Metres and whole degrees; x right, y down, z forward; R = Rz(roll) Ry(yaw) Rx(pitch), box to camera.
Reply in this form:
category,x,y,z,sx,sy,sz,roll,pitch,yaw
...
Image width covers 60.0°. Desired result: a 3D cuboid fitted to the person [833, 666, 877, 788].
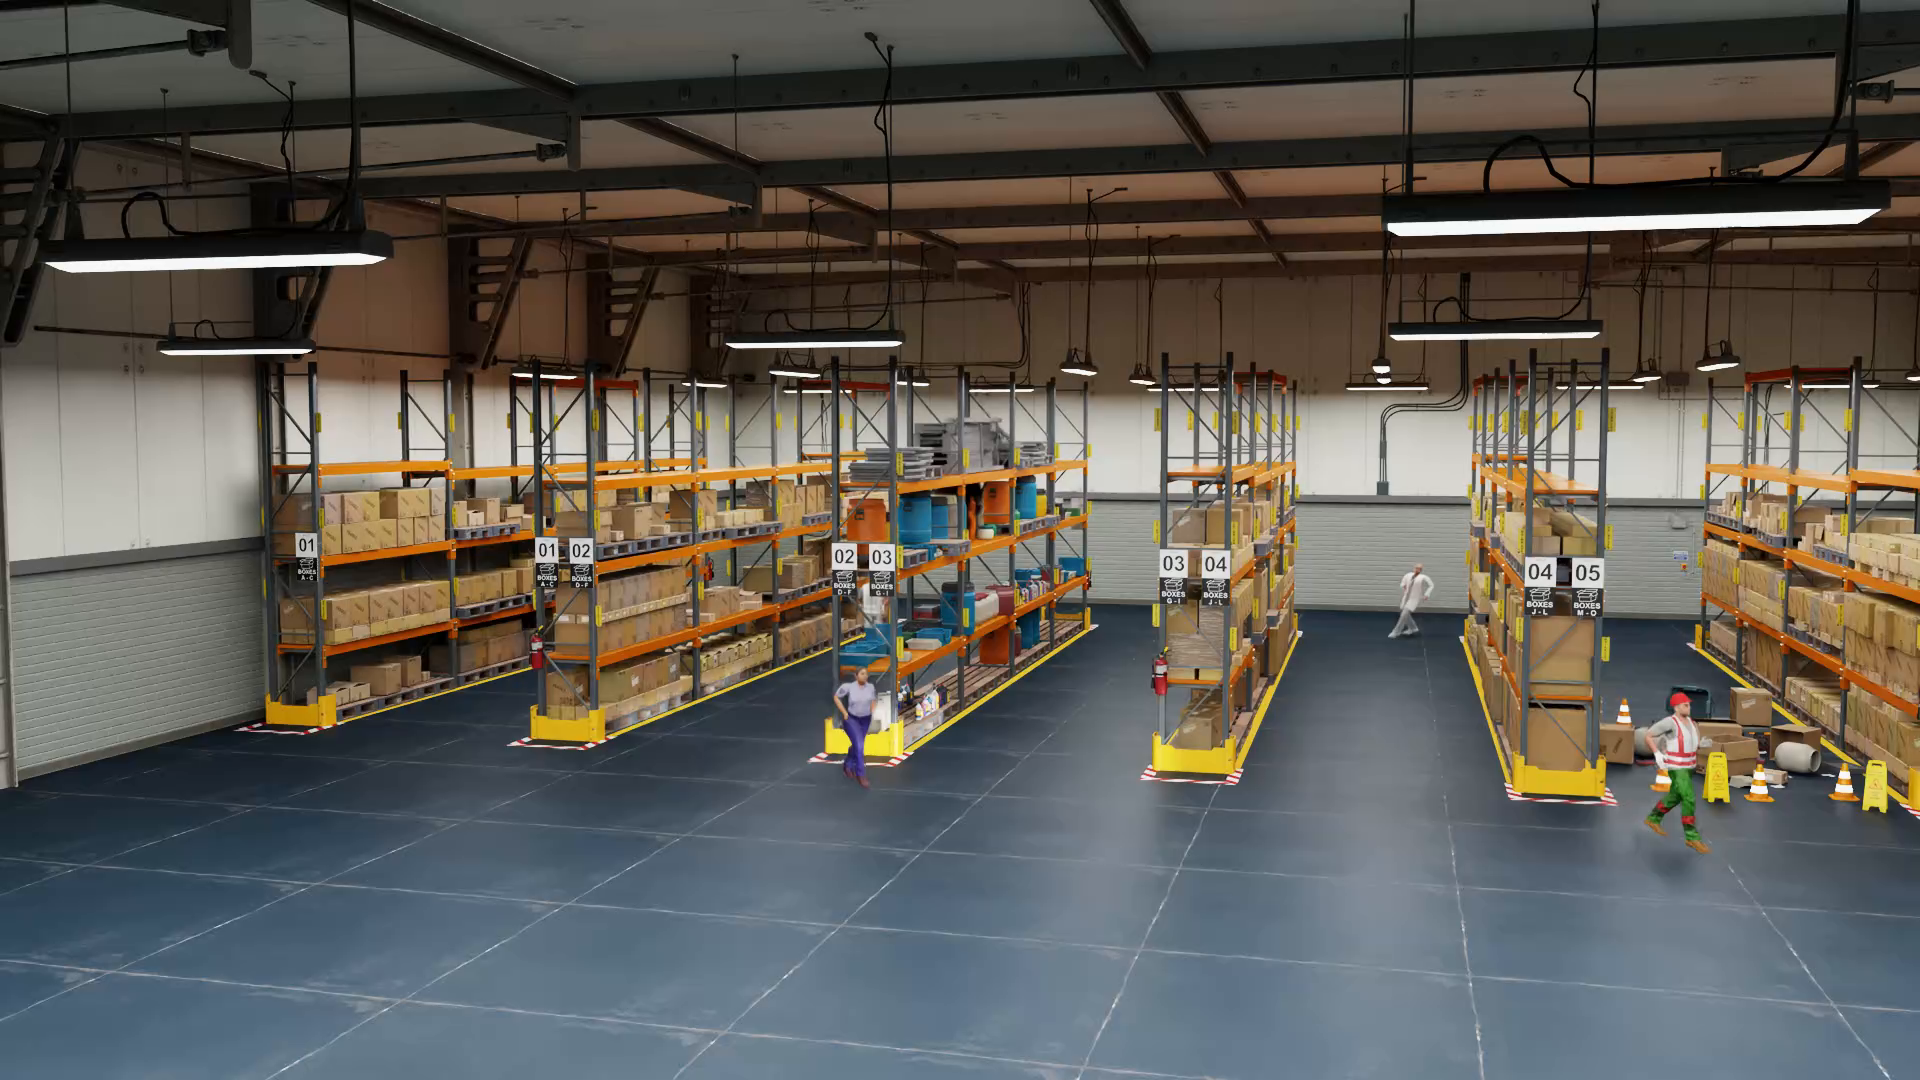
category,x,y,z,sx,sy,sz,roll,pitch,yaw
person,-1.443,2.564,23.122,0.584,1.675,0.759,-3,5,-35

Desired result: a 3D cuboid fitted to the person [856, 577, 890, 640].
category,x,y,z,sx,sy,sz,roll,pitch,yaw
person,-1.765,1.490,33.441,0.679,1.744,0.535,0,4,5

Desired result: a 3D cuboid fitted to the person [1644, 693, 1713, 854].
category,x,y,z,sx,sy,sz,roll,pitch,yaw
person,8.486,2.705,19.618,0.656,1.812,0.929,-3,5,-35

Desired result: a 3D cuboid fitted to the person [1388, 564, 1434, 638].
category,x,y,z,sx,sy,sz,roll,pitch,yaw
person,10.488,1.414,38.682,0.917,1.738,0.695,-2,5,-32
